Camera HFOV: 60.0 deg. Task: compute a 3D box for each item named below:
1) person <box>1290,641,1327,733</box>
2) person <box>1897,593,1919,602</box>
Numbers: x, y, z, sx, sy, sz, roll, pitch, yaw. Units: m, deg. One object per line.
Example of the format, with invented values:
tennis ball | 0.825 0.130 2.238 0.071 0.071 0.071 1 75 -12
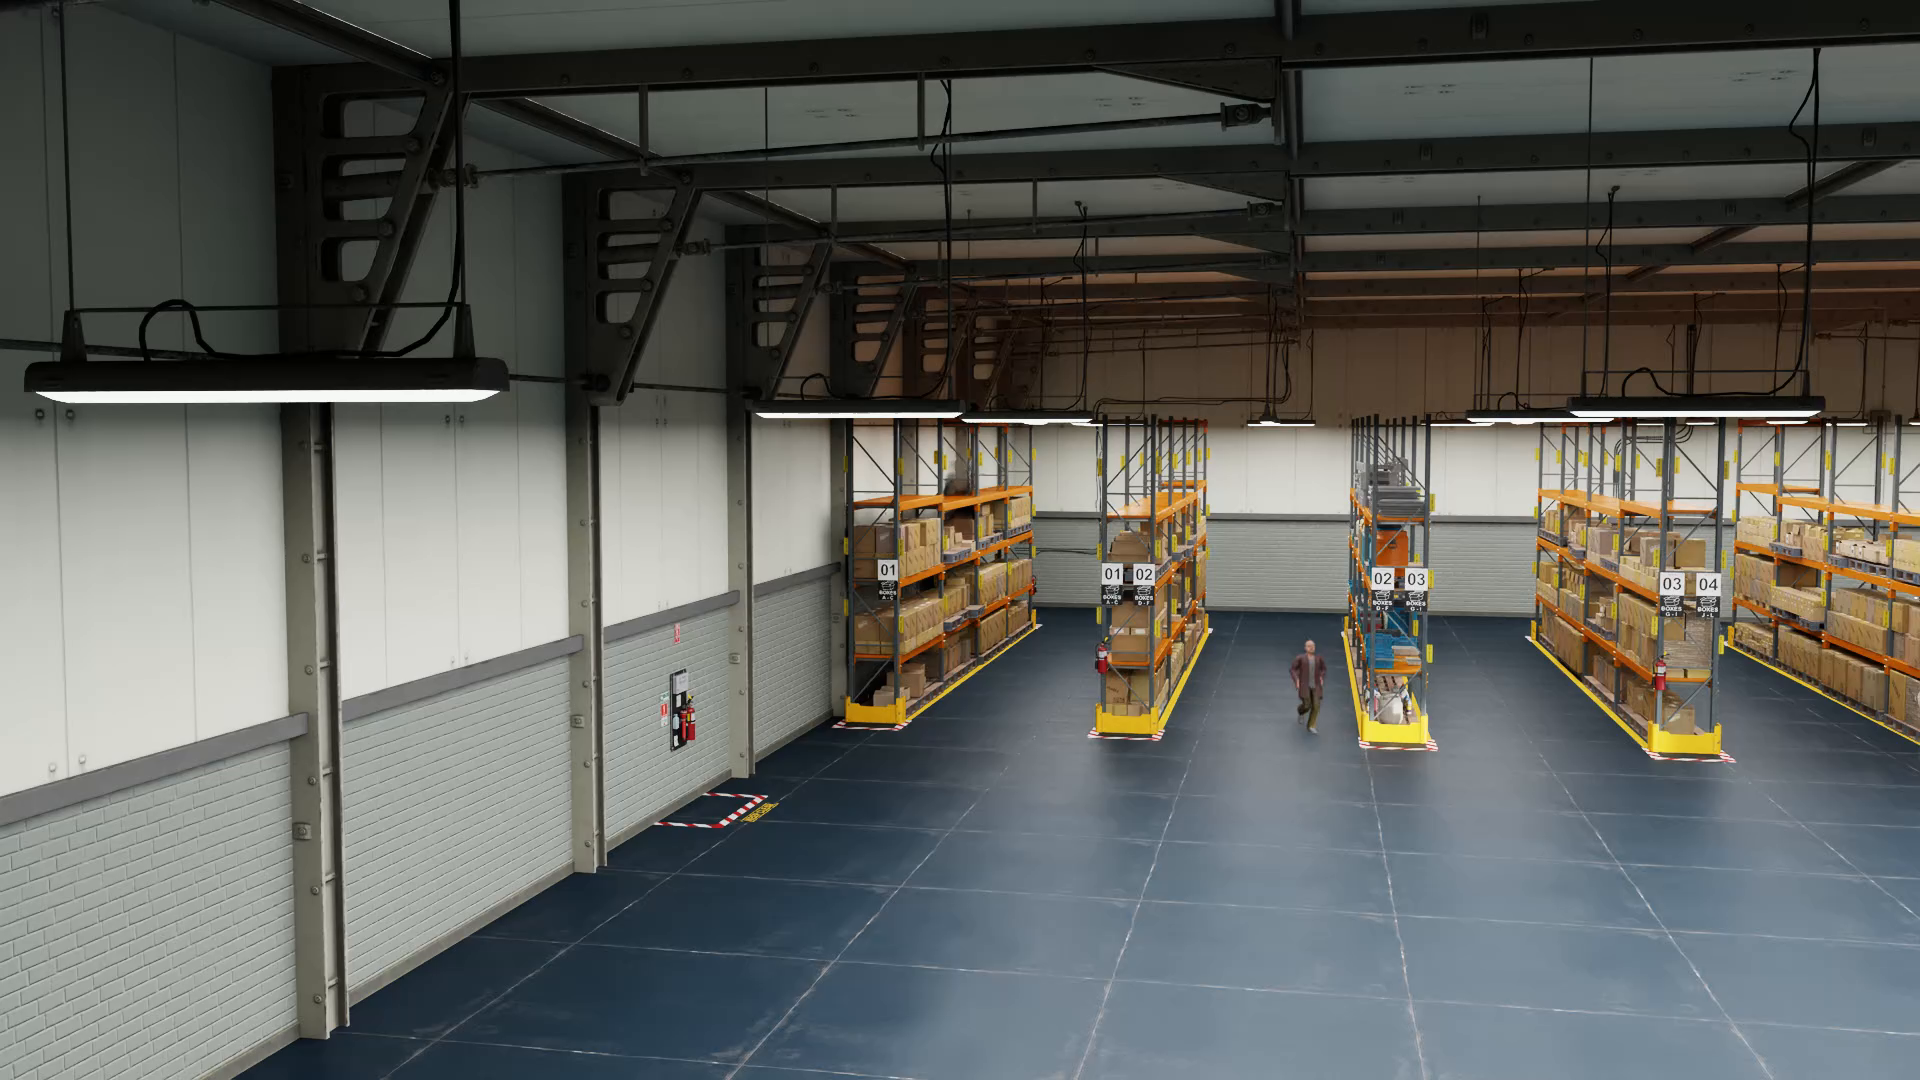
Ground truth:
person | 6.610 2.764 31.426 0.699 1.717 0.685 0 4 -3
person | 25.484 1.892 44.460 0.778 1.855 0.659 2 4 22
